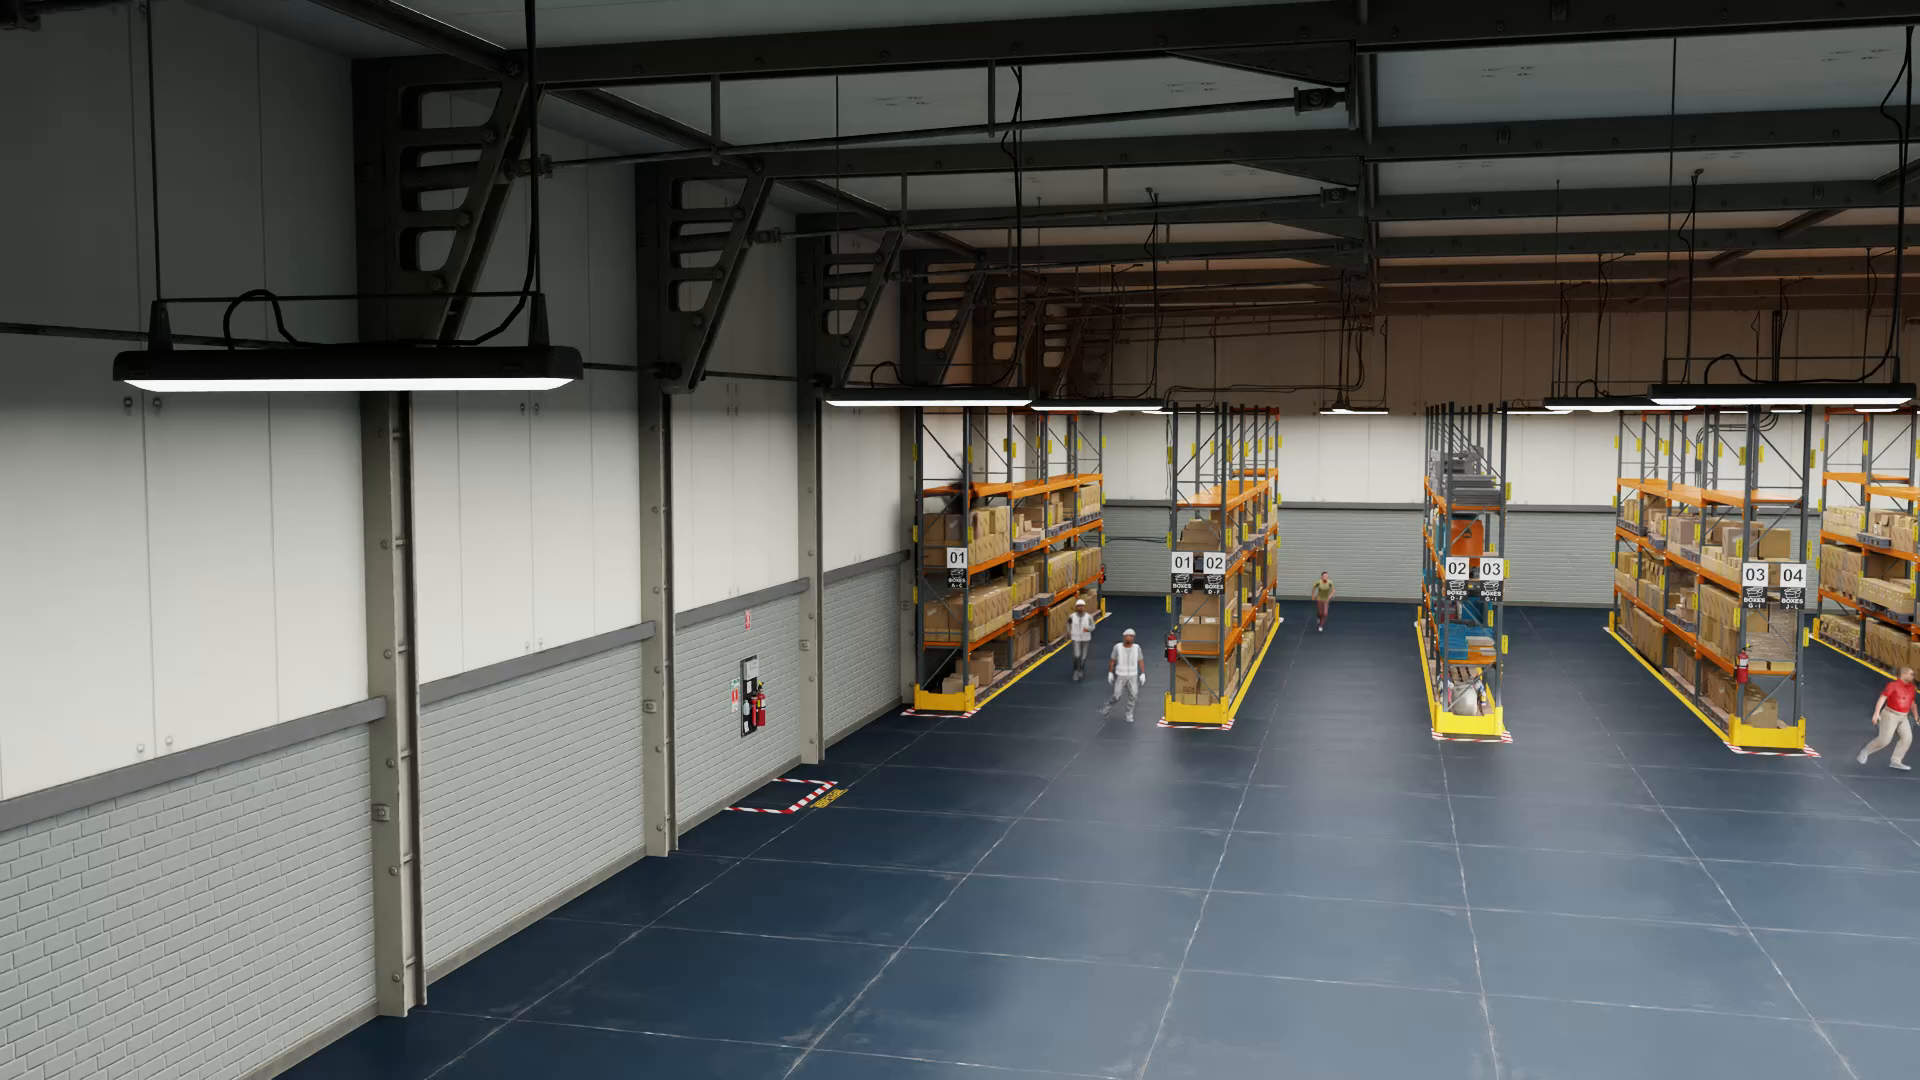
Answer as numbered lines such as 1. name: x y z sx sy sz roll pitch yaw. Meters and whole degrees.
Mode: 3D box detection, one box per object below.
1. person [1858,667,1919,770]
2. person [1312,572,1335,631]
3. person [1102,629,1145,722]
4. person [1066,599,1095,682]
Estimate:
1. person: 15.191 2.879 27.183 0.740 1.667 0.728 -2 5 -22
2. person: 9.755 1.631 44.678 0.572 1.604 0.627 0 4 -1
3. person: 3.065 2.525 31.220 0.720 1.743 0.617 -1 4 -10
4. person: 2.620 2.181 36.040 0.623 1.795 0.716 0 4 -2
